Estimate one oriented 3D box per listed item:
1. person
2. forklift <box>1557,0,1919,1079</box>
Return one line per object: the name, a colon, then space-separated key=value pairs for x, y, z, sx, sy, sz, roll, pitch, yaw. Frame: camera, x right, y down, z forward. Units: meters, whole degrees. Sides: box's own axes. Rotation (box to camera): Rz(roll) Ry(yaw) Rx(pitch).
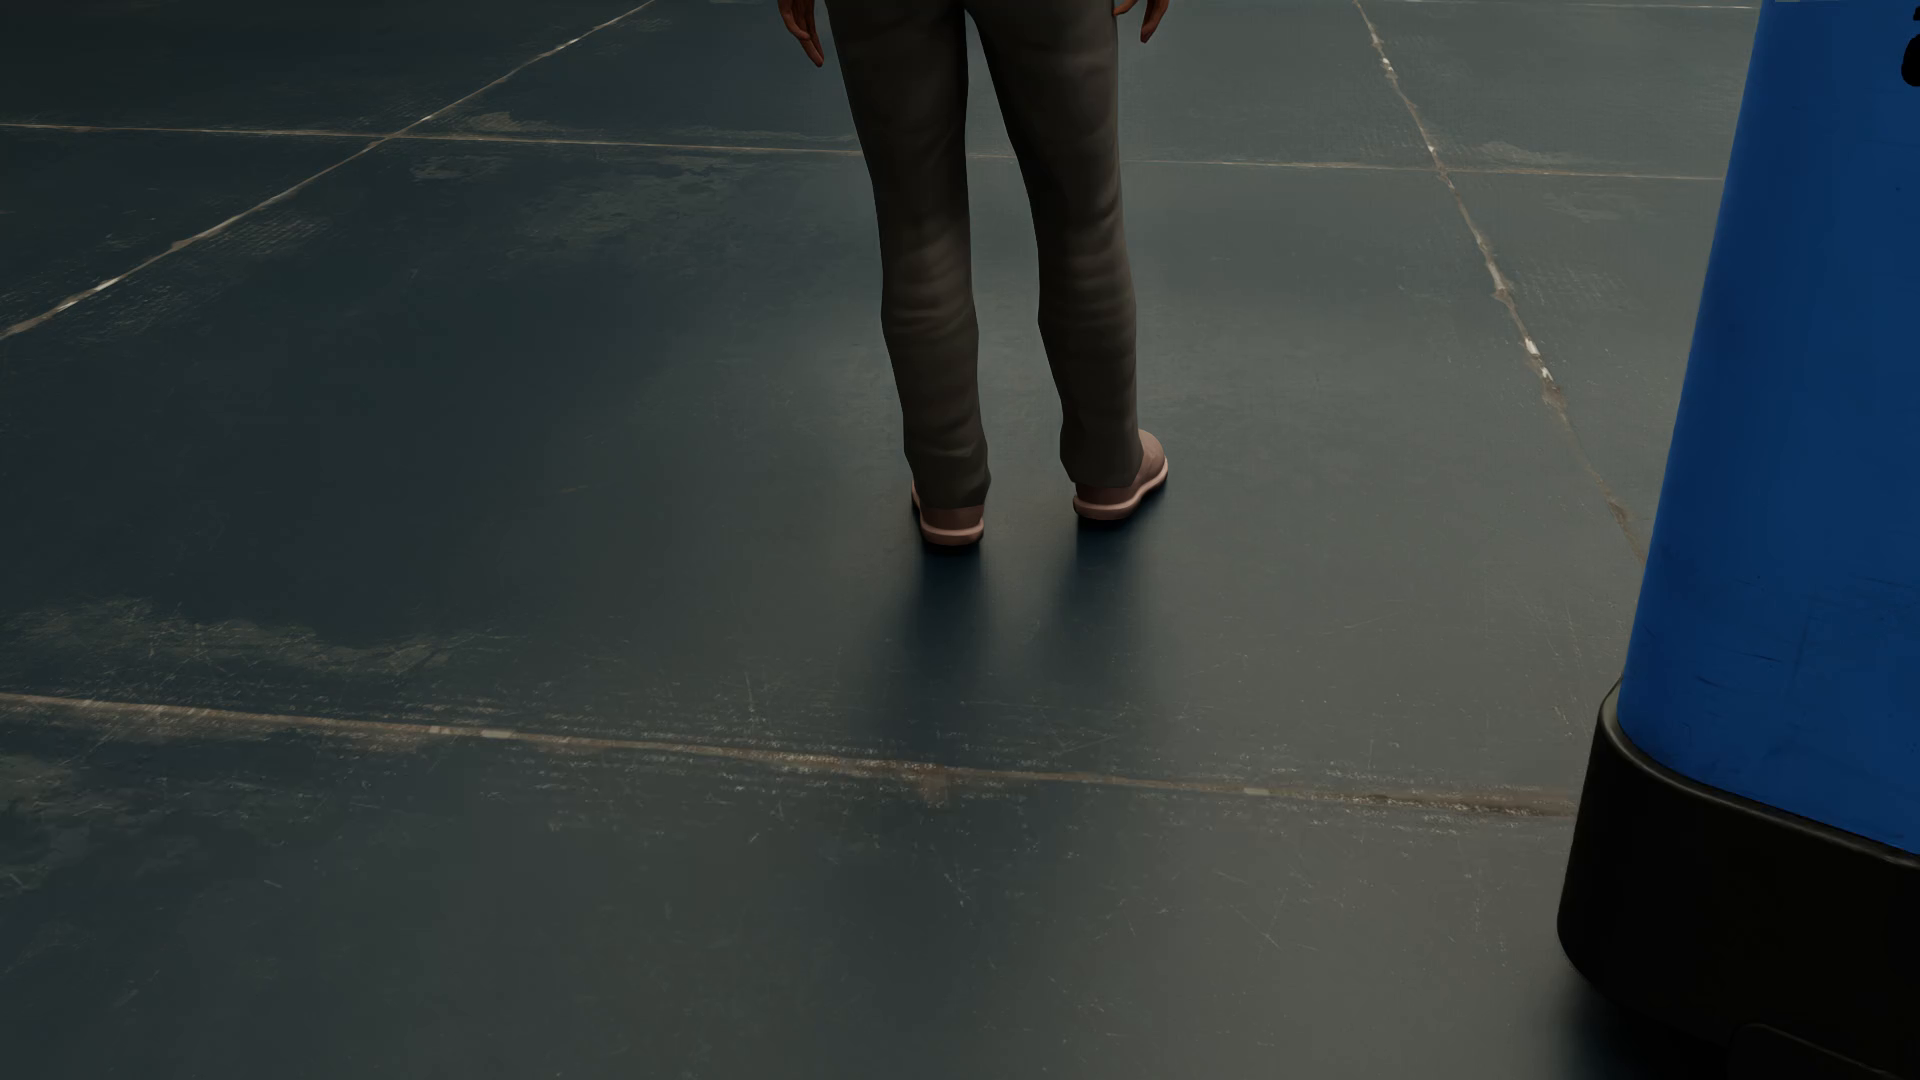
person: x=0.031 y=-0.784 z=2.203 sx=0.570 sy=1.654 sz=0.504 roll=3 pitch=27 yaw=7
forklift: x=2.050 y=-0.633 z=0.485 sx=3.031 sy=2.935 sz=1.130 roll=19 pitch=32 yaw=33
